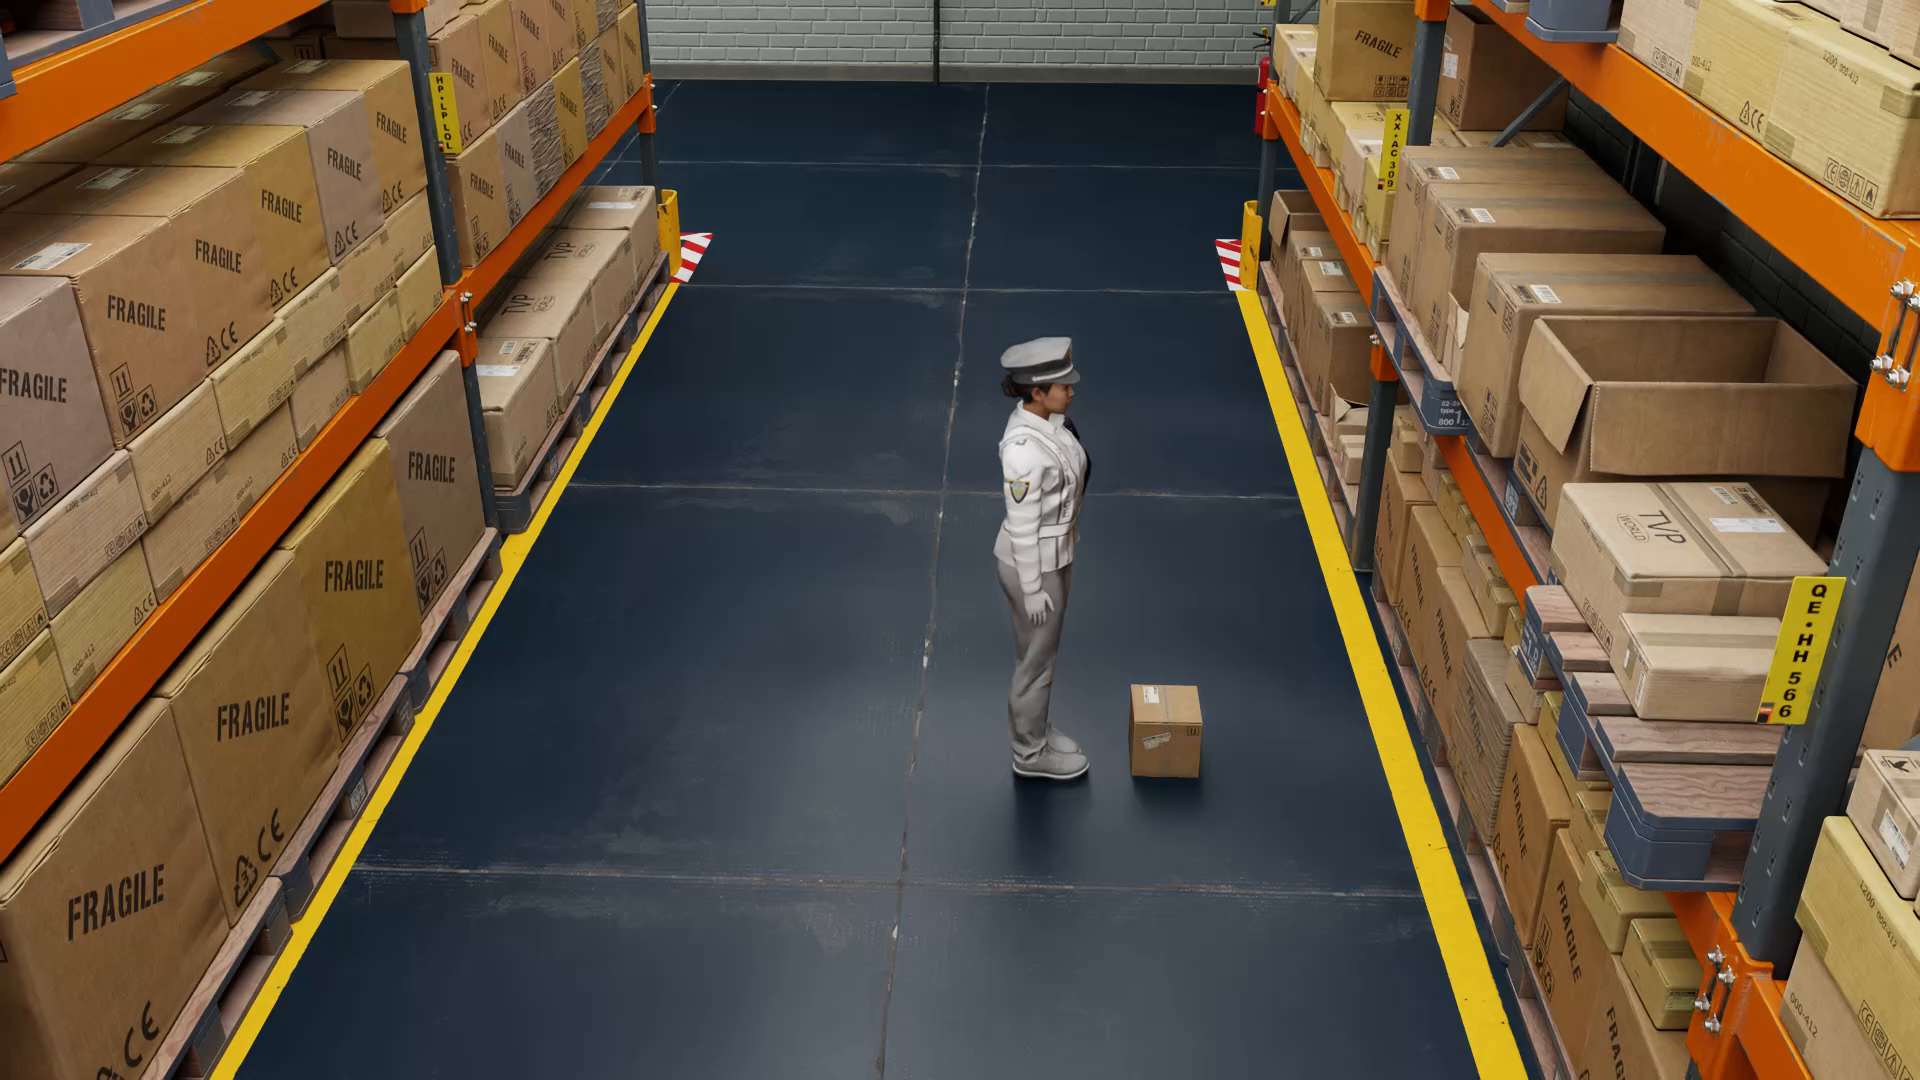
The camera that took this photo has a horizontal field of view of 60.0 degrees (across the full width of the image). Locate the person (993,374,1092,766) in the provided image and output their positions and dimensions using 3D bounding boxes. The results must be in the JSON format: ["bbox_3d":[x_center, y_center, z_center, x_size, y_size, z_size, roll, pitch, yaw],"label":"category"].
[{"bbox_3d":[-3.055,1.007,3.661,5.894,2.202,6.601,5,29,10],"label":"person"}]
